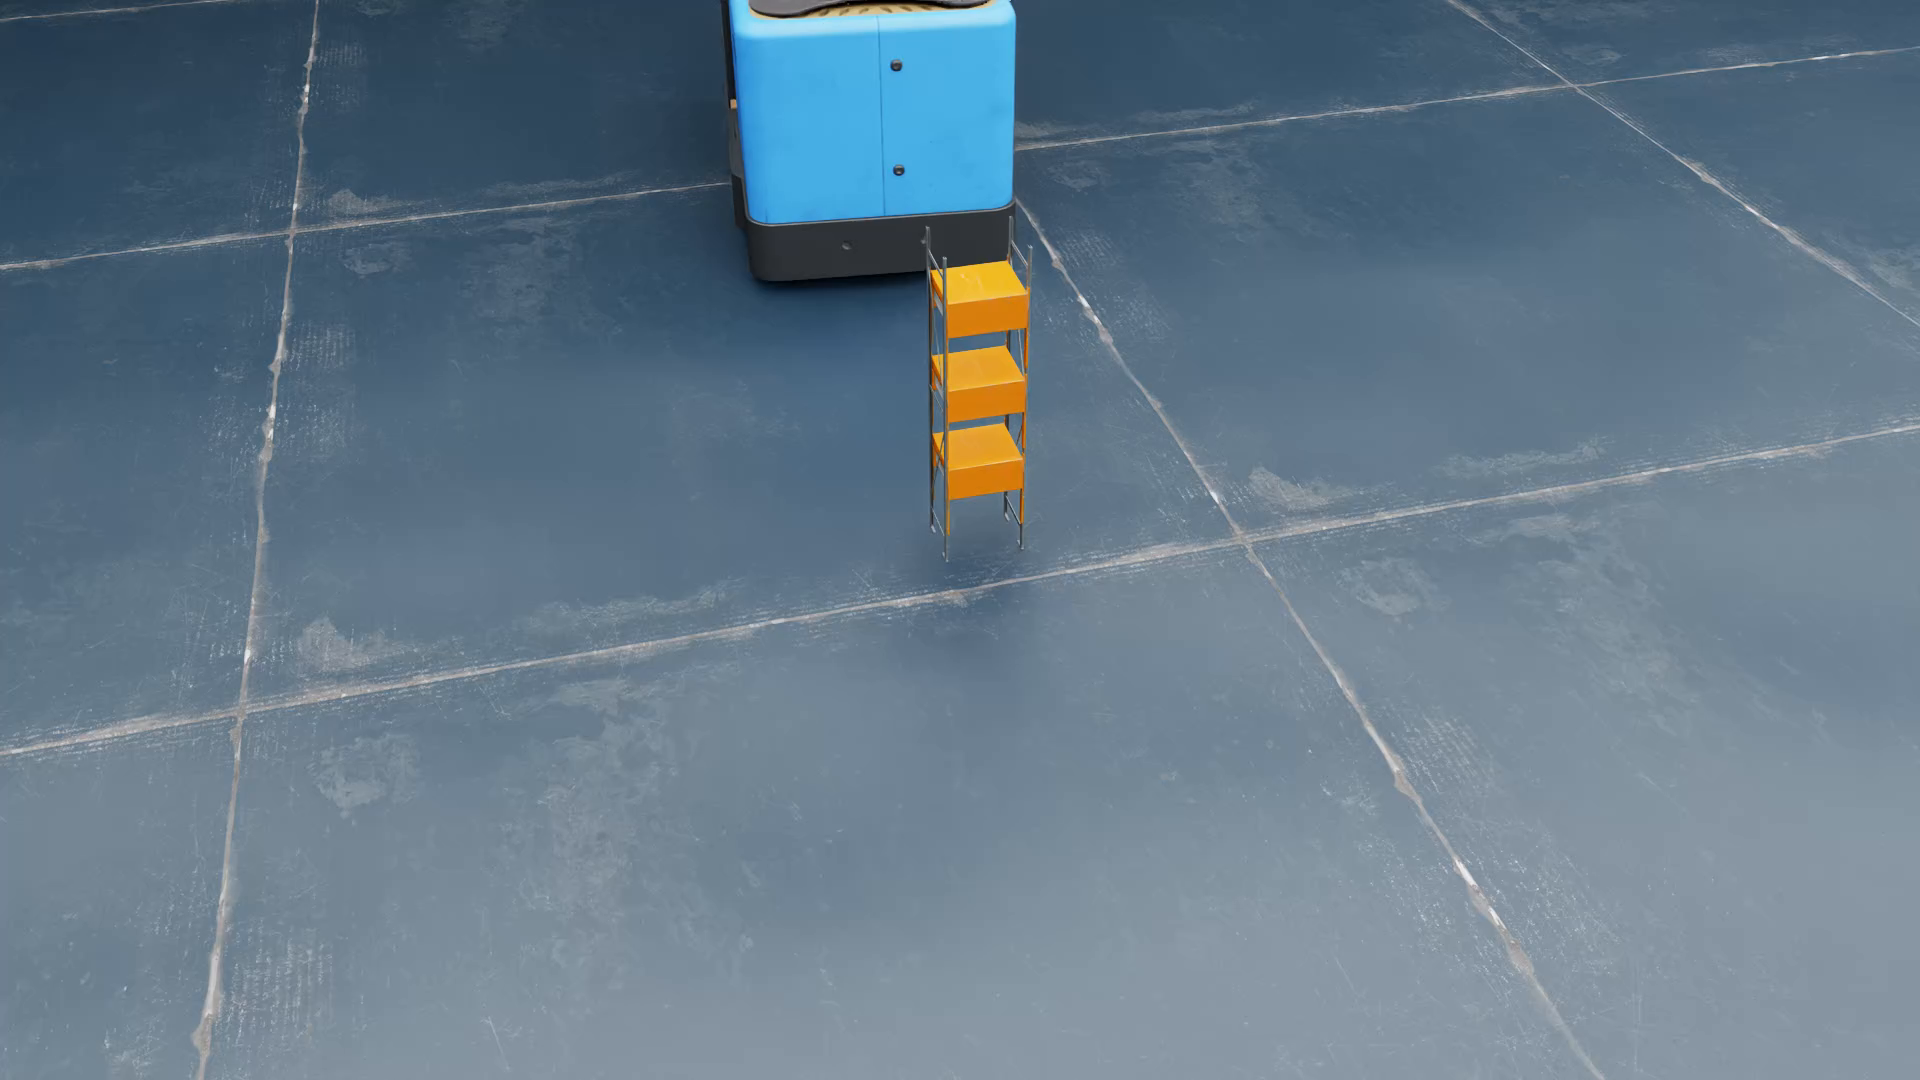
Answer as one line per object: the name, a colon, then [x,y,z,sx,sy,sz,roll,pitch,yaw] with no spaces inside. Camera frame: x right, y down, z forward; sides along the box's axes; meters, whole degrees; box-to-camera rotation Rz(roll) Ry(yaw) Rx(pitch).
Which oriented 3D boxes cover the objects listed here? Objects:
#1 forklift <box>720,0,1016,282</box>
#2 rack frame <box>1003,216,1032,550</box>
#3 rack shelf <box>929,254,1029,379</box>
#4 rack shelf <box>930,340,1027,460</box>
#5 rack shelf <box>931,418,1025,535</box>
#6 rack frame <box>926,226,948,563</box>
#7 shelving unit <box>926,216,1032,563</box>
forklift: [-0.514,-3.056,6.832,1.130,2.935,3.031,-5,38,-7]
rack frame: [0.169,-0.445,4.967,0.008,1.050,0.200,-9,38,-12]
rack shelf: [0.052,-0.642,4.776,0.240,0.259,0.215,-9,38,-12]
rack shelf: [0.052,-0.417,4.949,0.240,0.259,0.215,-9,38,-12]
rack shelf: [0.052,-0.196,5.117,0.240,0.259,0.215,-9,38,-12]
rack frame: [-0.066,-0.406,4.917,0.008,1.050,0.200,-9,38,-12]
shelving unit: [0.052,-0.425,4.942,0.252,1.050,0.215,-9,38,-12]
